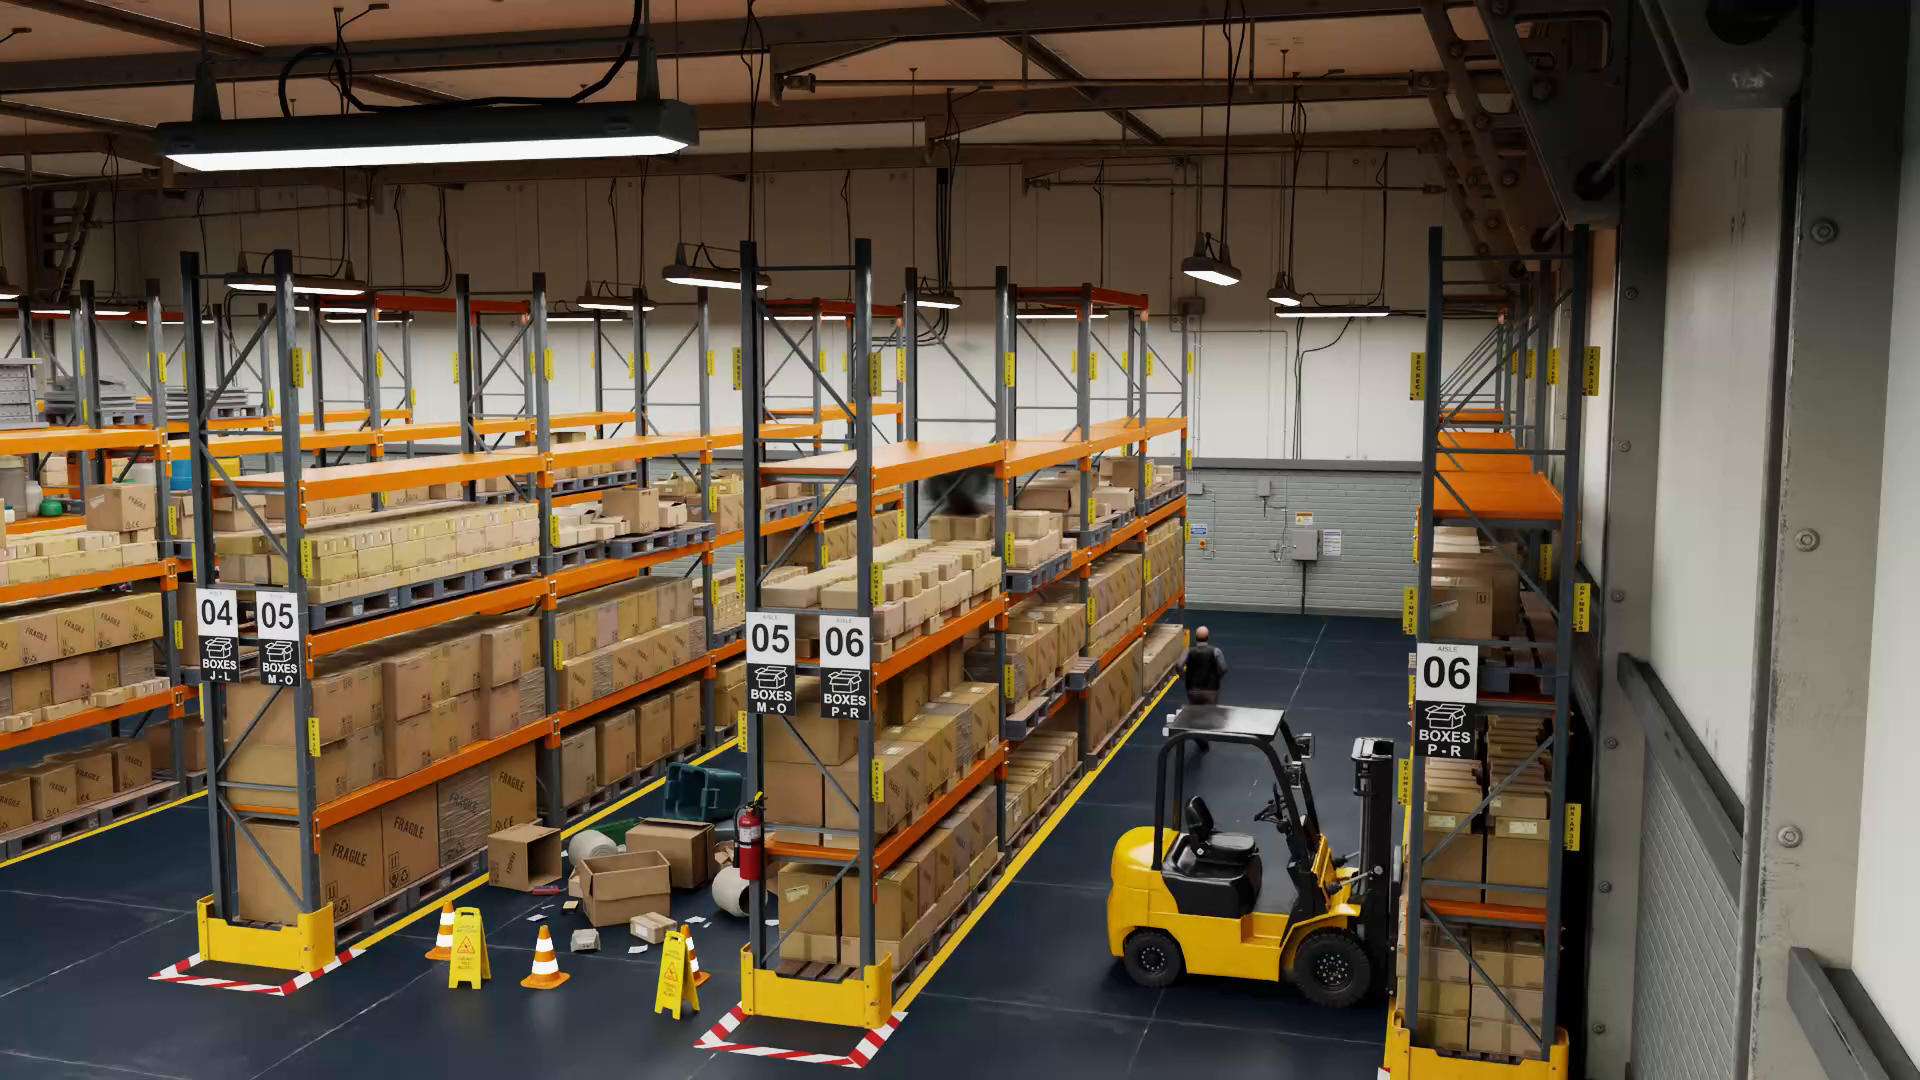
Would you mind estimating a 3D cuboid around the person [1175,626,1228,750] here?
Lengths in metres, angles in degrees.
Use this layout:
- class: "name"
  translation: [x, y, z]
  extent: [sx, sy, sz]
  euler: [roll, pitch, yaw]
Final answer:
- class: "person"
  translation: [3.114, 1.973, 21.368]
  extent: [0.638, 1.684, 1.049]
  euler: [3, 7, 21]
